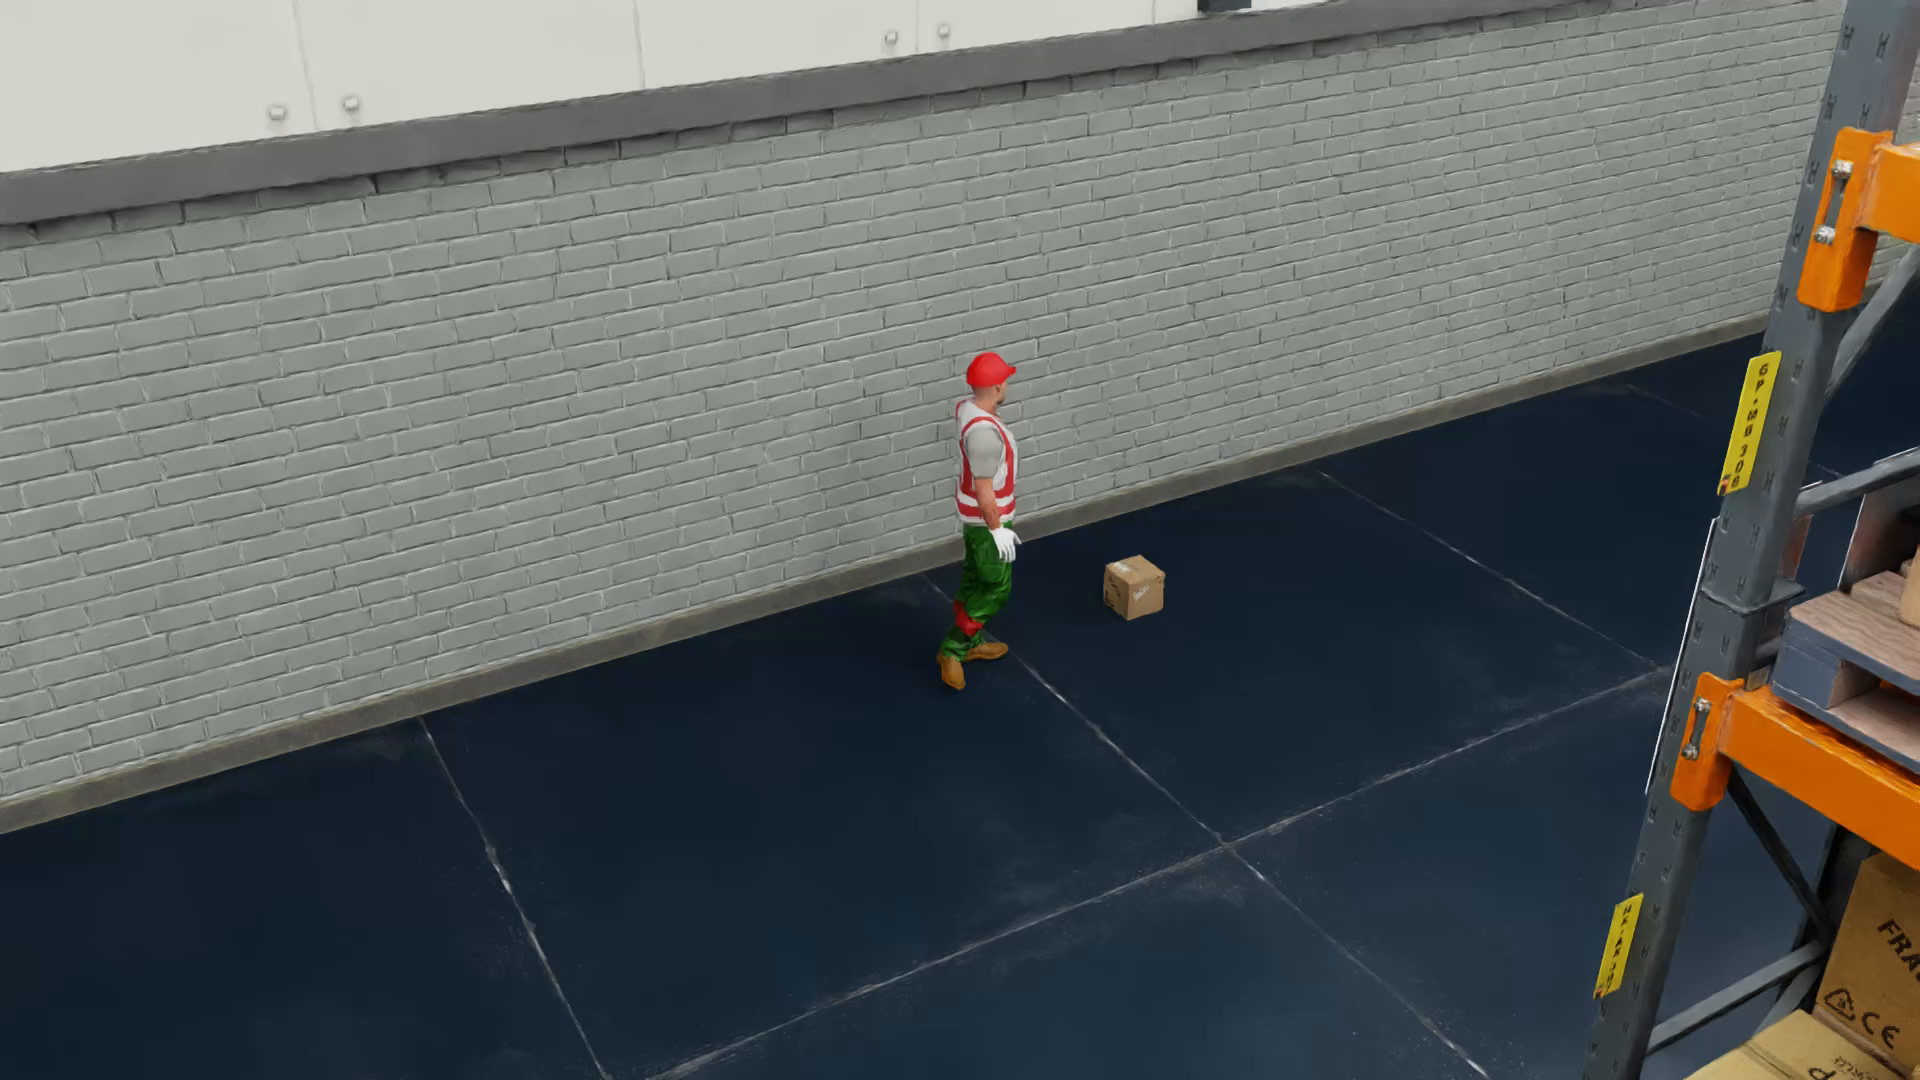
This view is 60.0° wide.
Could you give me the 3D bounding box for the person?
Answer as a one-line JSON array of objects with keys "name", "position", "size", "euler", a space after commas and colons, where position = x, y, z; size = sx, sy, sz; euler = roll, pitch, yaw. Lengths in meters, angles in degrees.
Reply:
[{"name": "person", "position": [0.088, -0.109, 8.704], "size": [0.449, 1.782, 0.700], "euler": [-1, 29, -2]}]
